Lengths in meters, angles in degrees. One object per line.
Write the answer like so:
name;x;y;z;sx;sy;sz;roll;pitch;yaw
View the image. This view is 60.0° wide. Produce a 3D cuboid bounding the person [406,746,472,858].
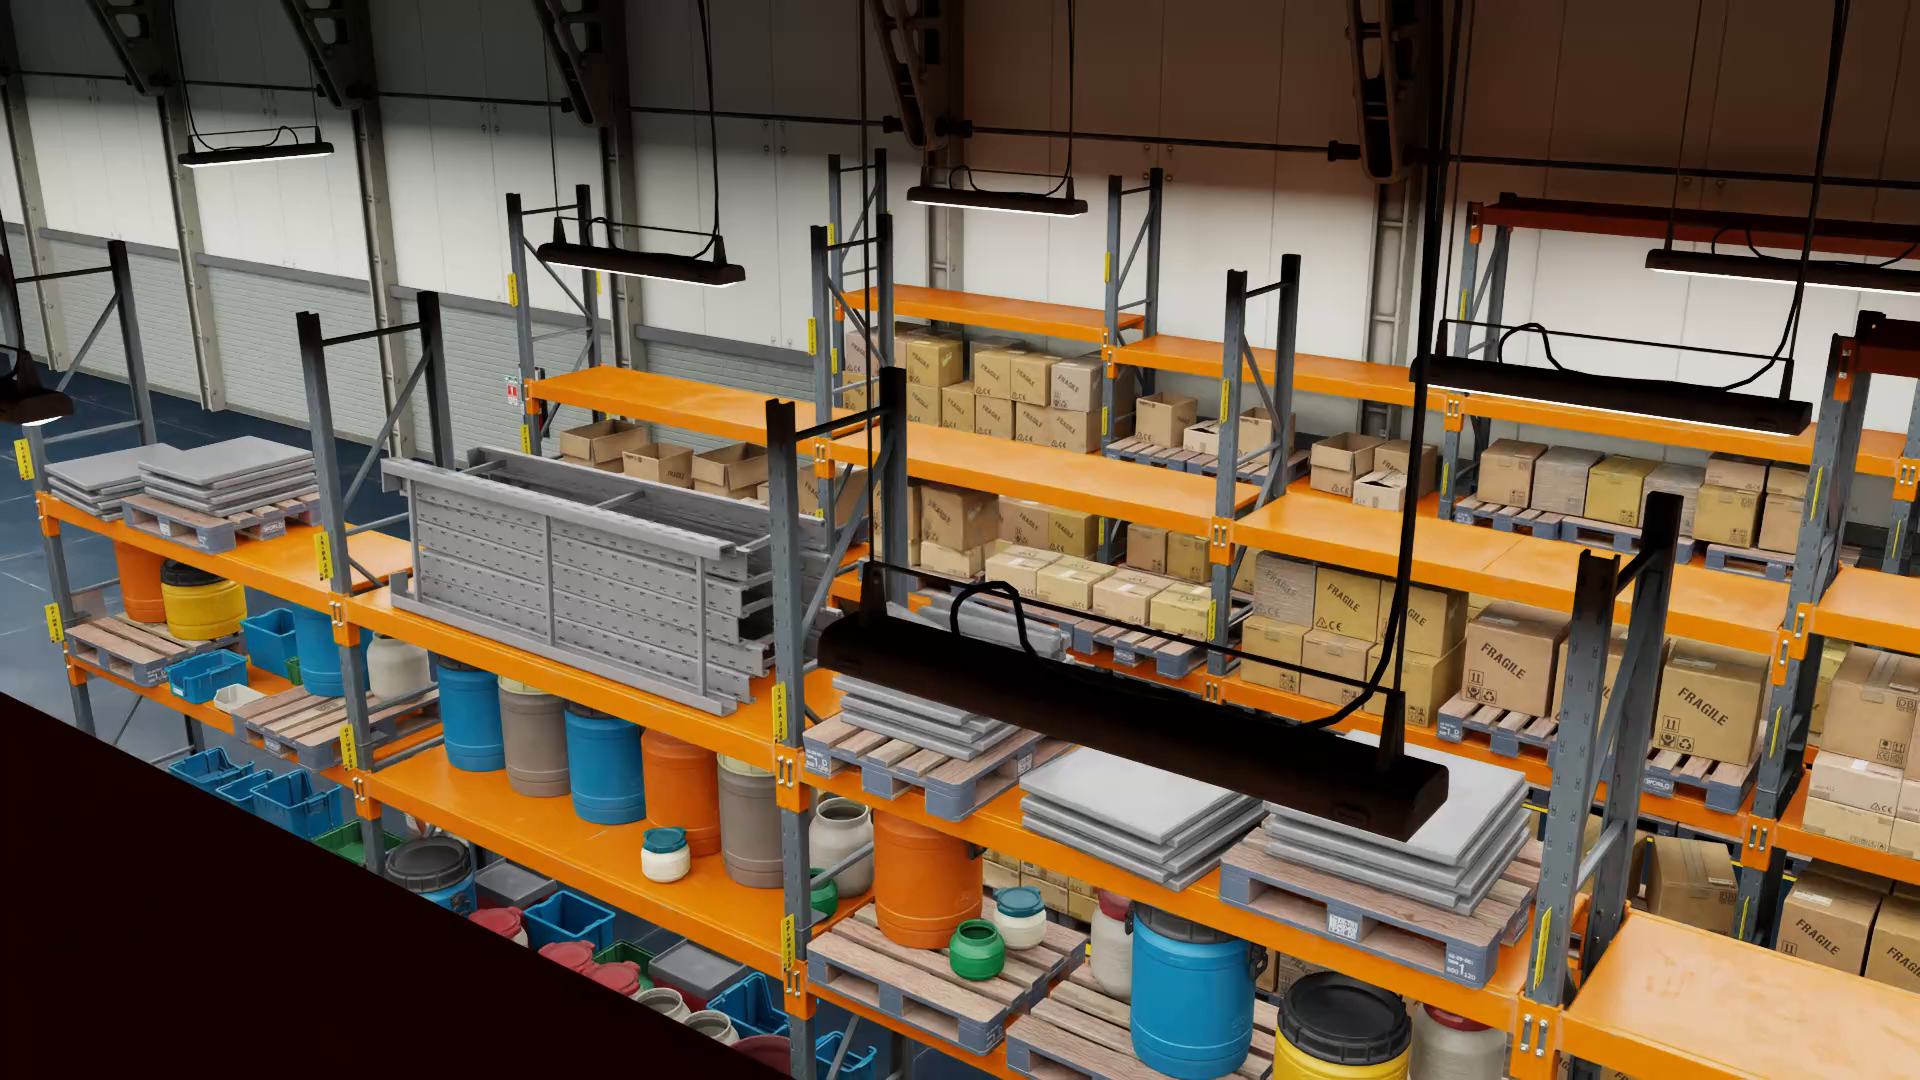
person;-4.702;2.560;14.879;0.479;1.681;0.554;9;21;26
